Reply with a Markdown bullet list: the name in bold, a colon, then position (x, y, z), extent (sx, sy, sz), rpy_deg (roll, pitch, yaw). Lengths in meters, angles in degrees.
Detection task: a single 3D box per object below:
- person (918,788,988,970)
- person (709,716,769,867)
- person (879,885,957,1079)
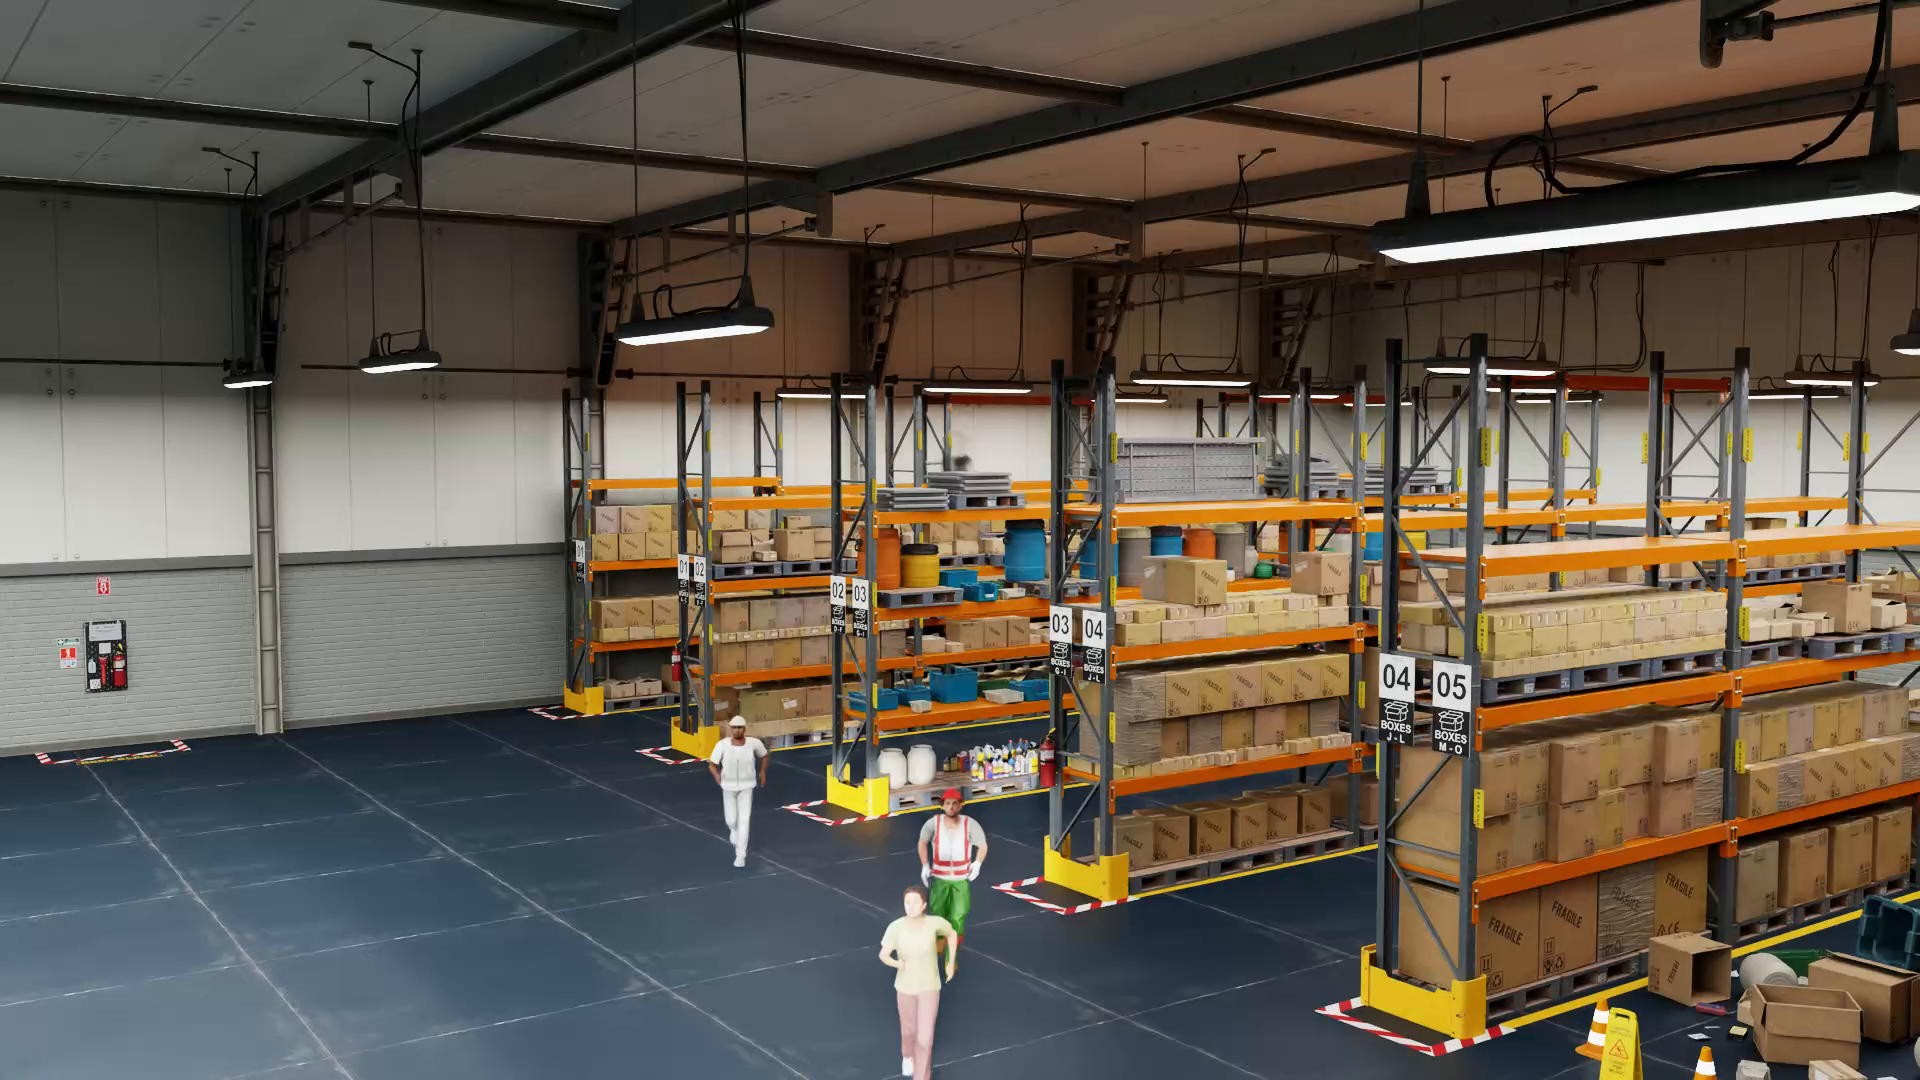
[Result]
- **person**: position (-0.066, 3.260, 16.070), extent (0.673, 1.752, 0.590), rpy_deg (0, 4, -1)
- **person**: position (-2.676, 2.995, 20.128), extent (0.713, 1.759, 0.922), rpy_deg (0, 4, -5)
- **person**: position (-0.324, 3.499, 12.913), extent (0.582, 1.702, 0.940), rpy_deg (0, 4, 6)
